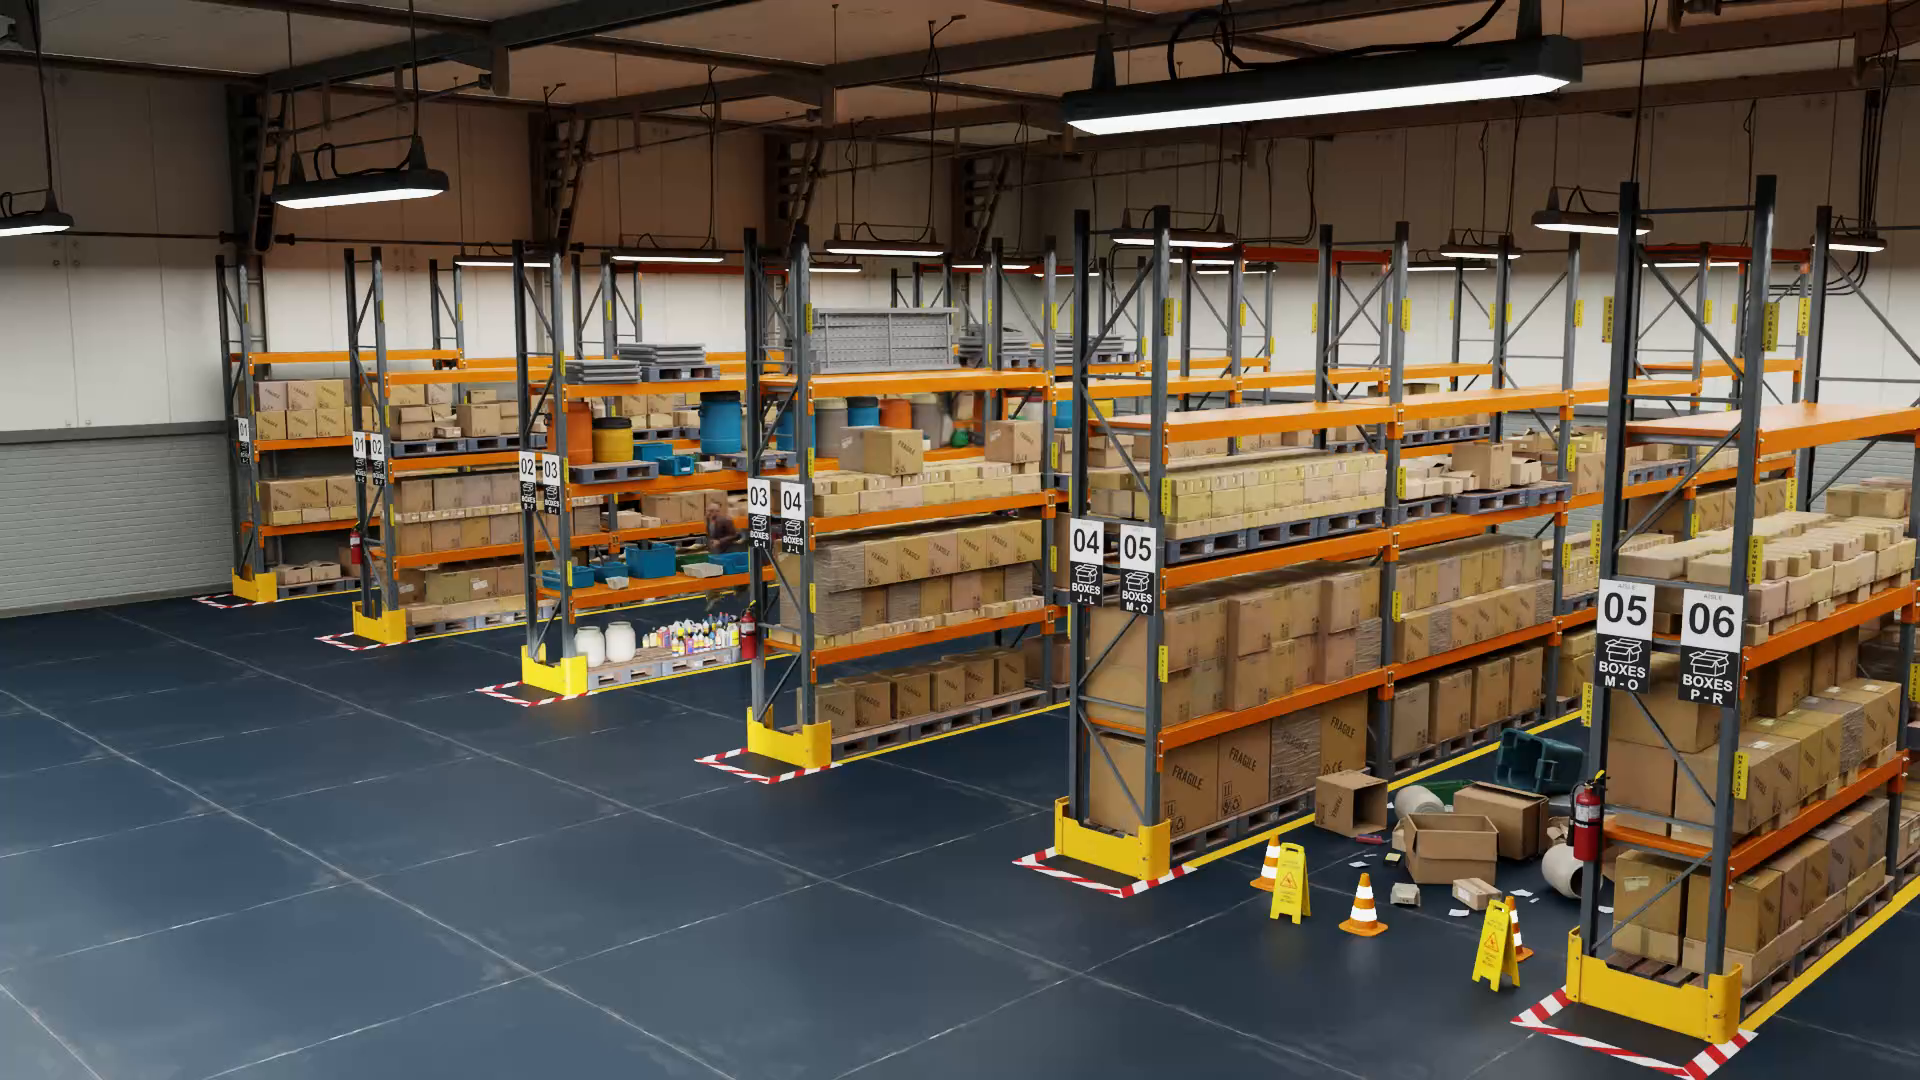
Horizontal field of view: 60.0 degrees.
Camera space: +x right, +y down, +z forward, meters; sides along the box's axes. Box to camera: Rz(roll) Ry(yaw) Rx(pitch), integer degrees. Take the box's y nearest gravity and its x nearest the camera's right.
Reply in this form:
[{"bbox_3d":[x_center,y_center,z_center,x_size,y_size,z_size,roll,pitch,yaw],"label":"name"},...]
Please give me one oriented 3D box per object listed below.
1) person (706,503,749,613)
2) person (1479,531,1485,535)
[{"bbox_3d":[-3.904,0.251,27.706,0.729,1.801,1.037,5,10,33],"label":"person"},{"bbox_3d":[8.098,0.729,25.708,0.540,1.747,0.786,7,10,39],"label":"person"}]
